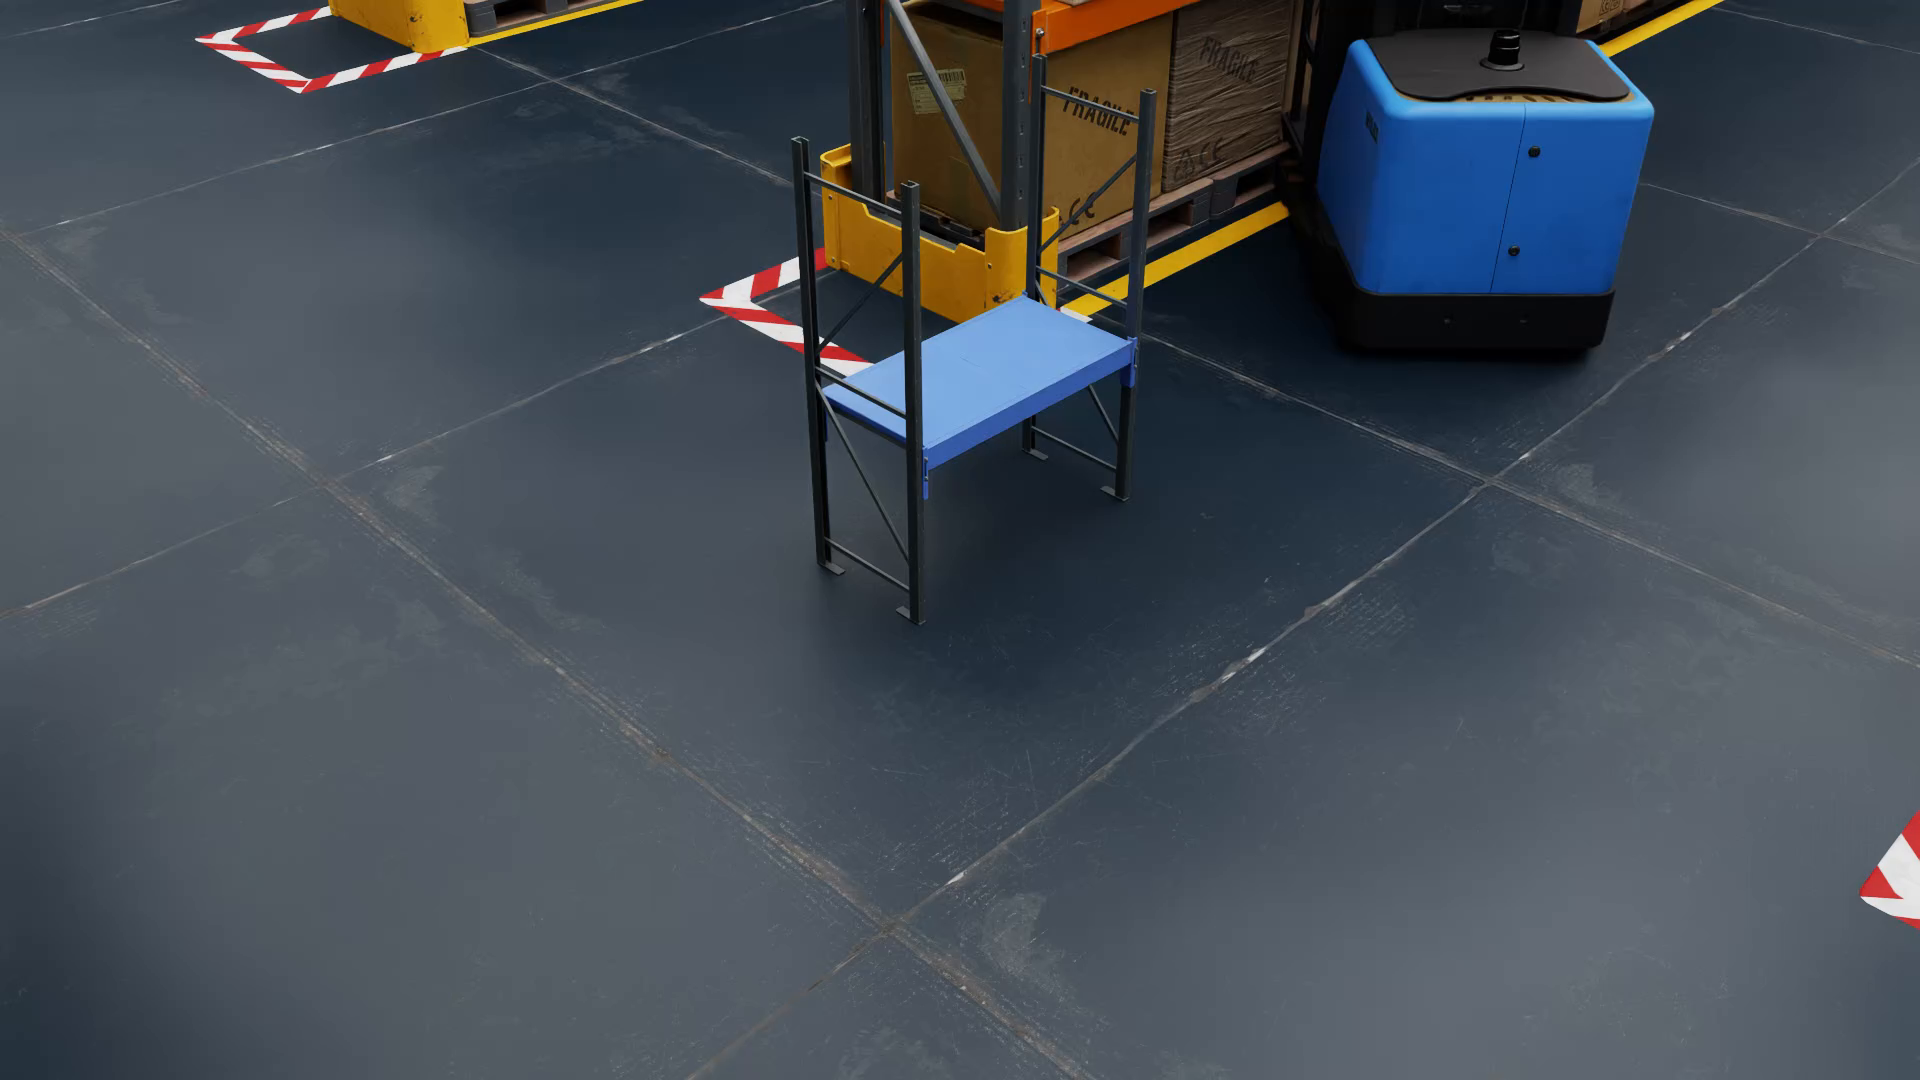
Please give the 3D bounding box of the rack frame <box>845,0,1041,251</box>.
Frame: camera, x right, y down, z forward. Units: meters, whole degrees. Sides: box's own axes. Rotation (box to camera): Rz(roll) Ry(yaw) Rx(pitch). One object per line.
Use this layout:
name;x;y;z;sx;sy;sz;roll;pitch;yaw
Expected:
rack frame;-0.086;-2.343;6.487;1.000;3.000;0.127;30;45;35

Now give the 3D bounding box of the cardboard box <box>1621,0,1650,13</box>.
cardboard box;3.798;-3.898;10.207;1.225;0.875;0.875;28;44;34

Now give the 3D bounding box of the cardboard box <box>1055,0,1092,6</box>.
cardboard box;0.399;-2.251;6.574;0.250;0.149;0.380;-29;44;-35

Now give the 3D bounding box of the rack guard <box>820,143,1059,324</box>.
rack guard;-0.103;-1.307;7.188;1.175;0.500;0.348;30;45;35

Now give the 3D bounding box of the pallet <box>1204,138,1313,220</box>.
pallet;1.282;-2.048;8.502;1.003;0.211;1.213;30;45;35

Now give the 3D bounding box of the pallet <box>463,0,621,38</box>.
pallet;-2.883;-3.585;10.706;1.003;0.211;1.213;30;45;35

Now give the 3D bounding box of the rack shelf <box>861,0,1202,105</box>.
rack shelf;1.323;-2.859;7.857;1.077;0.370;4.000;30;45;35

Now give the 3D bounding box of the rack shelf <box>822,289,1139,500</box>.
rack shelf;0.060;-0.502;5.474;0.538;0.185;1.000;30;45;35

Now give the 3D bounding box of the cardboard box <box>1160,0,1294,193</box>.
cardboard box;0.950;-2.305;7.923;0.875;0.875;0.875;30;45;35

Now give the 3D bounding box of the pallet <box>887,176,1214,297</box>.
pallet;0.422;-1.555;7.795;1.003;0.211;1.213;30;45;35

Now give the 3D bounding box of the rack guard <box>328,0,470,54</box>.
rack guard;-3.481;-3.388;10.171;1.175;0.500;0.348;30;45;35

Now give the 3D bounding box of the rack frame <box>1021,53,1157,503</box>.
rack frame;0.418;-0.856;5.667;0.500;1.500;0.032;30;45;35

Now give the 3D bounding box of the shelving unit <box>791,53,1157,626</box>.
shelving unit;0.060;-0.650;5.371;0.538;1.500;1.048;30;45;35

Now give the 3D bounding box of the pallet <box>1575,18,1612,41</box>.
pallet;3.223;-3.166;10.105;1.003;0.211;1.213;30;45;35

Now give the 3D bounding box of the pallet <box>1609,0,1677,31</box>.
pallet;4.082;-3.664;10.819;1.003;0.211;1.213;30;45;35

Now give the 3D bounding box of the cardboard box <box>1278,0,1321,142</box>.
cardboard box;1.577;-2.666;8.441;0.875;0.875;0.875;30;45;35

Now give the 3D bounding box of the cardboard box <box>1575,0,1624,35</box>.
cardboard box;3.169;-3.535;9.687;1.225;0.875;0.875;30;45;35

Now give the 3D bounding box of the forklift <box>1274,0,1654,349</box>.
forklift;2.110;-2.784;7.179;1.130;2.935;3.031;0;35;0

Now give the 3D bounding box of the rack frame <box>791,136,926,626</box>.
rack frame;-0.298;-0.443;5.075;0.500;1.500;0.032;30;45;35

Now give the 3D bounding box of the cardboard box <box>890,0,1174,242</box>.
cardboard box;0.308;-1.935;7.393;0.875;0.875;0.875;30;45;35
